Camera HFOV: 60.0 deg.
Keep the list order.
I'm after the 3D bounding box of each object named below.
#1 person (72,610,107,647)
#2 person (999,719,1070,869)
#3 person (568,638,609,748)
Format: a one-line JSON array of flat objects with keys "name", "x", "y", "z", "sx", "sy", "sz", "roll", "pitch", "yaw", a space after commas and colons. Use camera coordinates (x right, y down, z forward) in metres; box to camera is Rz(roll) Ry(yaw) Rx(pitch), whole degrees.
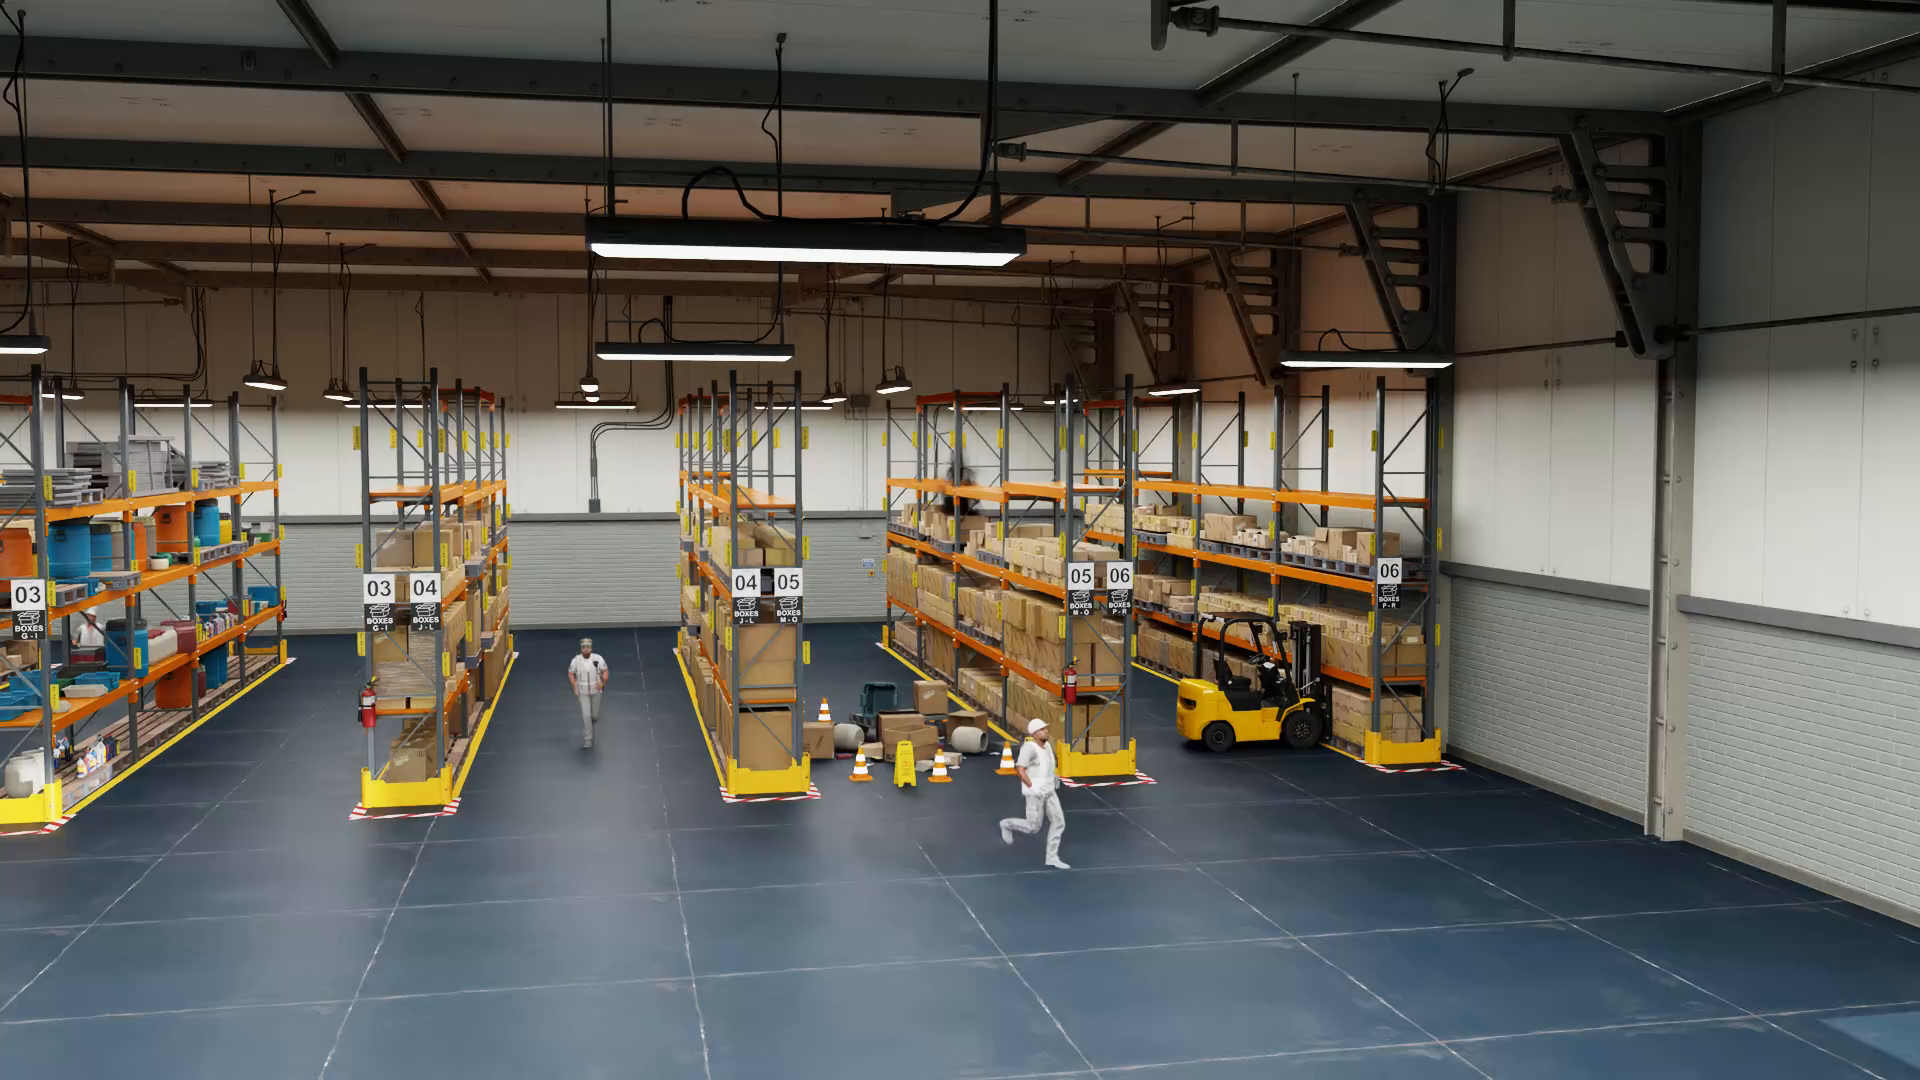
[{"name": "person", "x": -16.669, "y": 2.218, "z": 31.940, "sx": 0.663, "sy": 1.757, "sz": 0.782, "roll": -1, "pitch": 4, "yaw": -18}, {"name": "person", "x": 0.896, "y": 2.982, "z": 19.670, "sx": 0.898, "sy": 1.750, "sz": 0.676, "roll": 3, "pitch": 4, "yaw": 36}, {"name": "person", "x": -6.122, "y": 2.490, "z": 27.422, "sx": 0.657, "sy": 1.780, "sz": 0.773, "roll": -1, "pitch": 4, "yaw": -15}]
